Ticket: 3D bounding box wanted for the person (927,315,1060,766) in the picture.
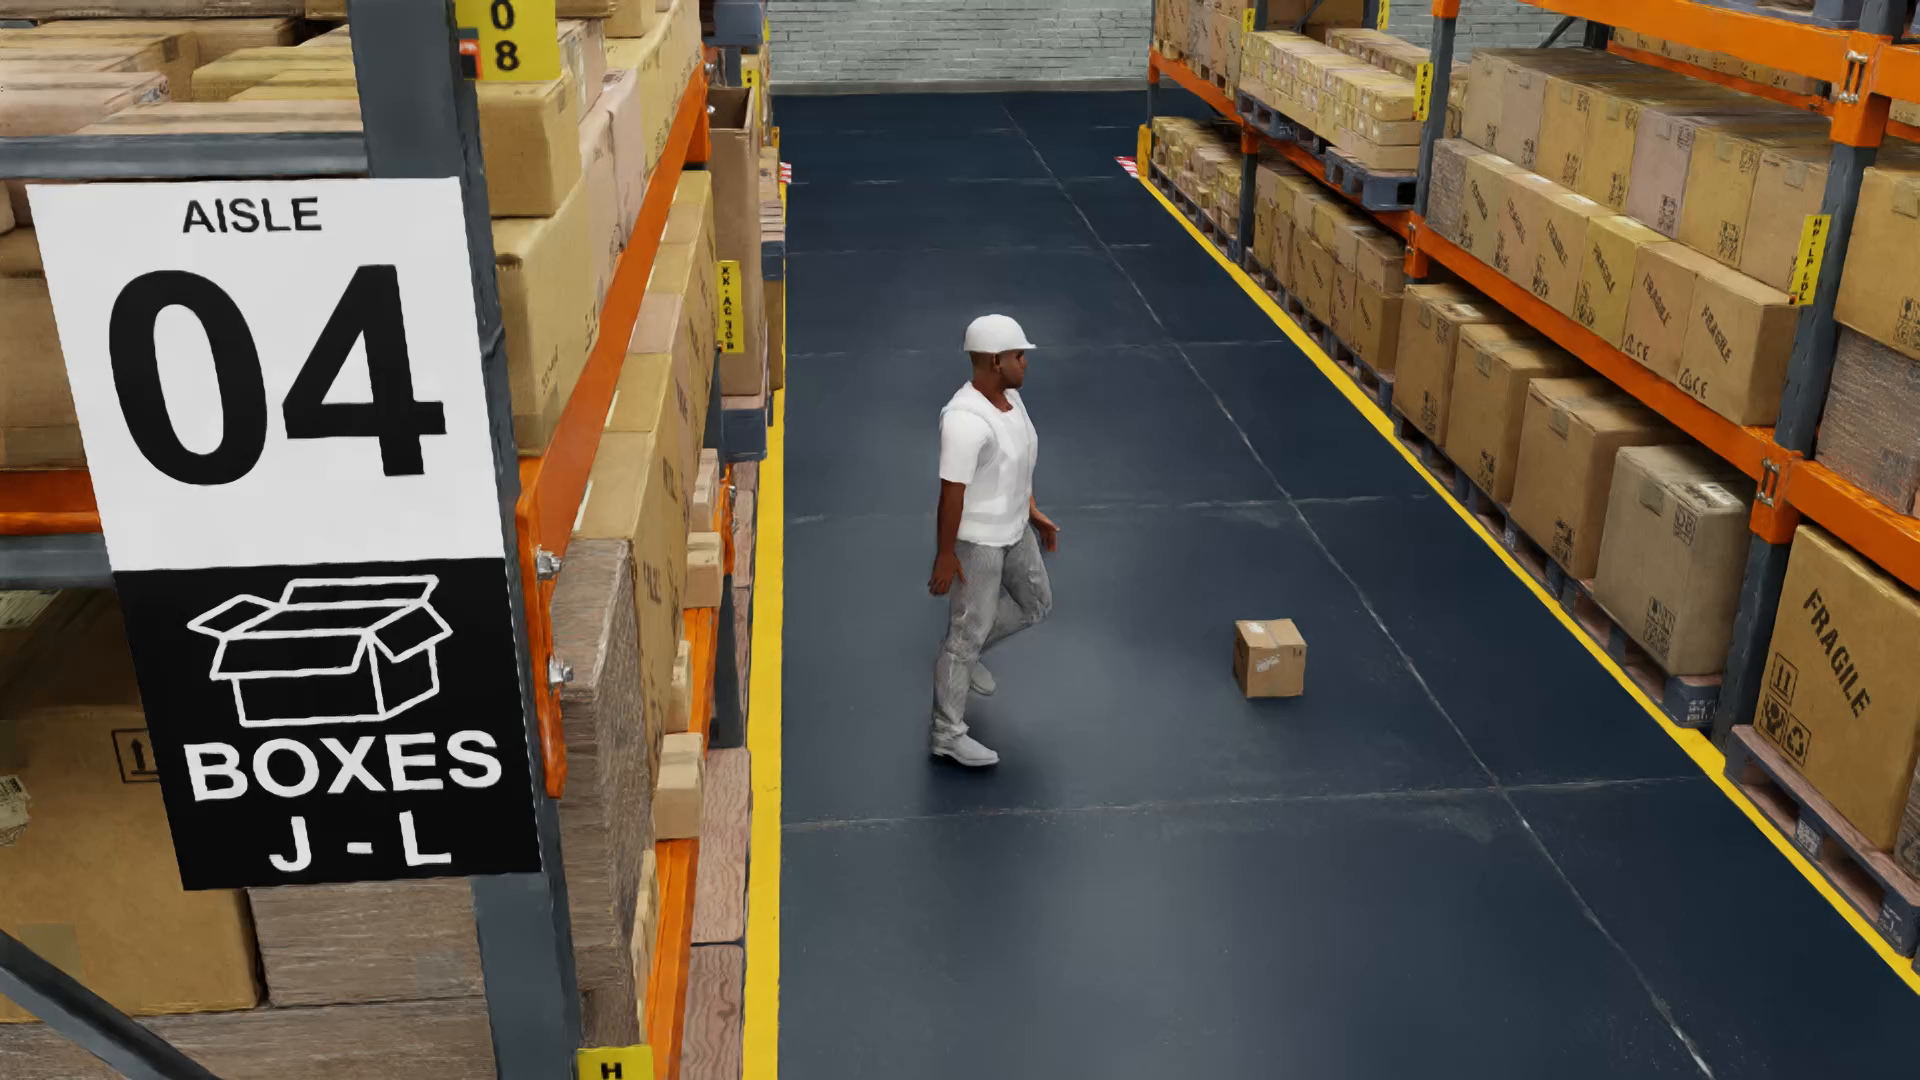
[{"bbox_3d":[0.087,-0.017,6.598,0.523,1.743,0.689,8,25,17],"label":"person"}]
